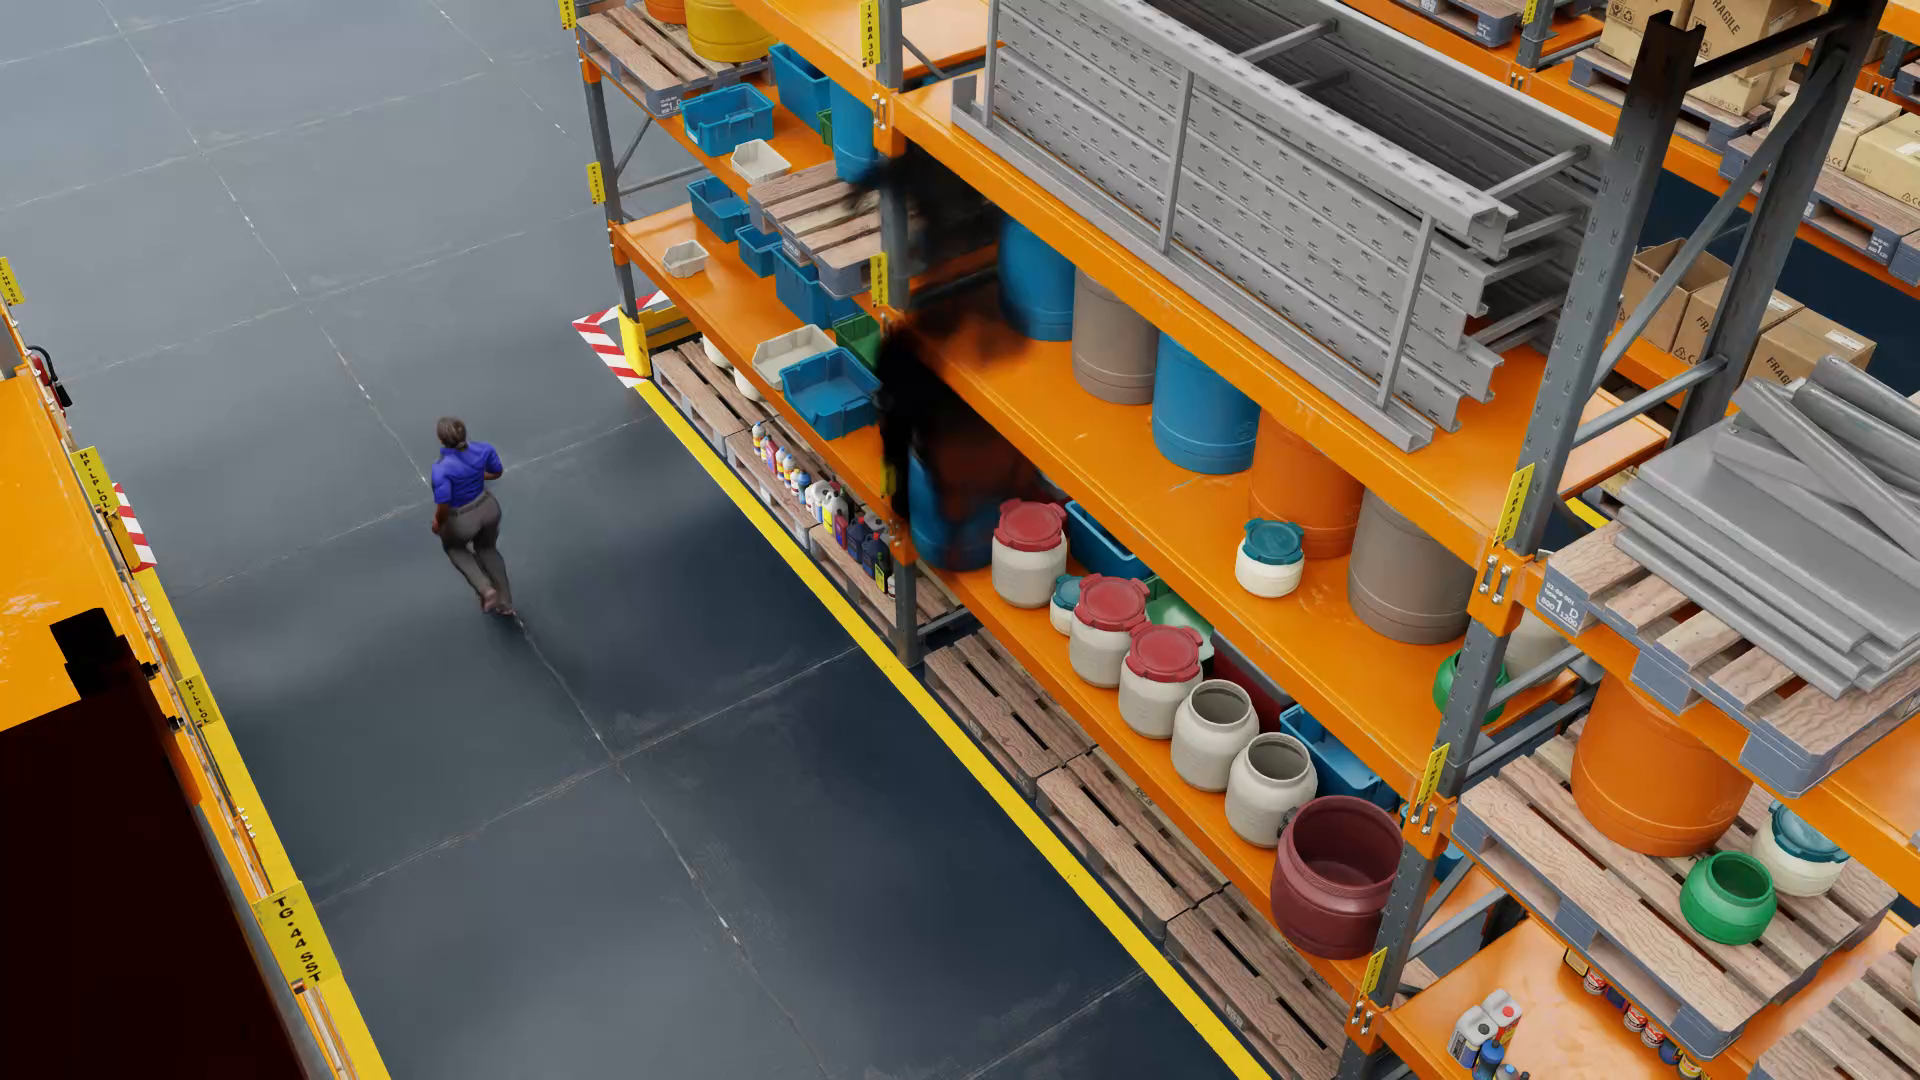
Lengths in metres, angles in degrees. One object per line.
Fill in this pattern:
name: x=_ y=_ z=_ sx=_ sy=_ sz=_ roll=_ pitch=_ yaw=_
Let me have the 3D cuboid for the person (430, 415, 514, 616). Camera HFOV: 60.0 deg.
person: x=-3.194 y=-0.169 z=10.763 sx=0.553 sy=1.617 sz=0.570 roll=33 pitch=52 yaw=31
